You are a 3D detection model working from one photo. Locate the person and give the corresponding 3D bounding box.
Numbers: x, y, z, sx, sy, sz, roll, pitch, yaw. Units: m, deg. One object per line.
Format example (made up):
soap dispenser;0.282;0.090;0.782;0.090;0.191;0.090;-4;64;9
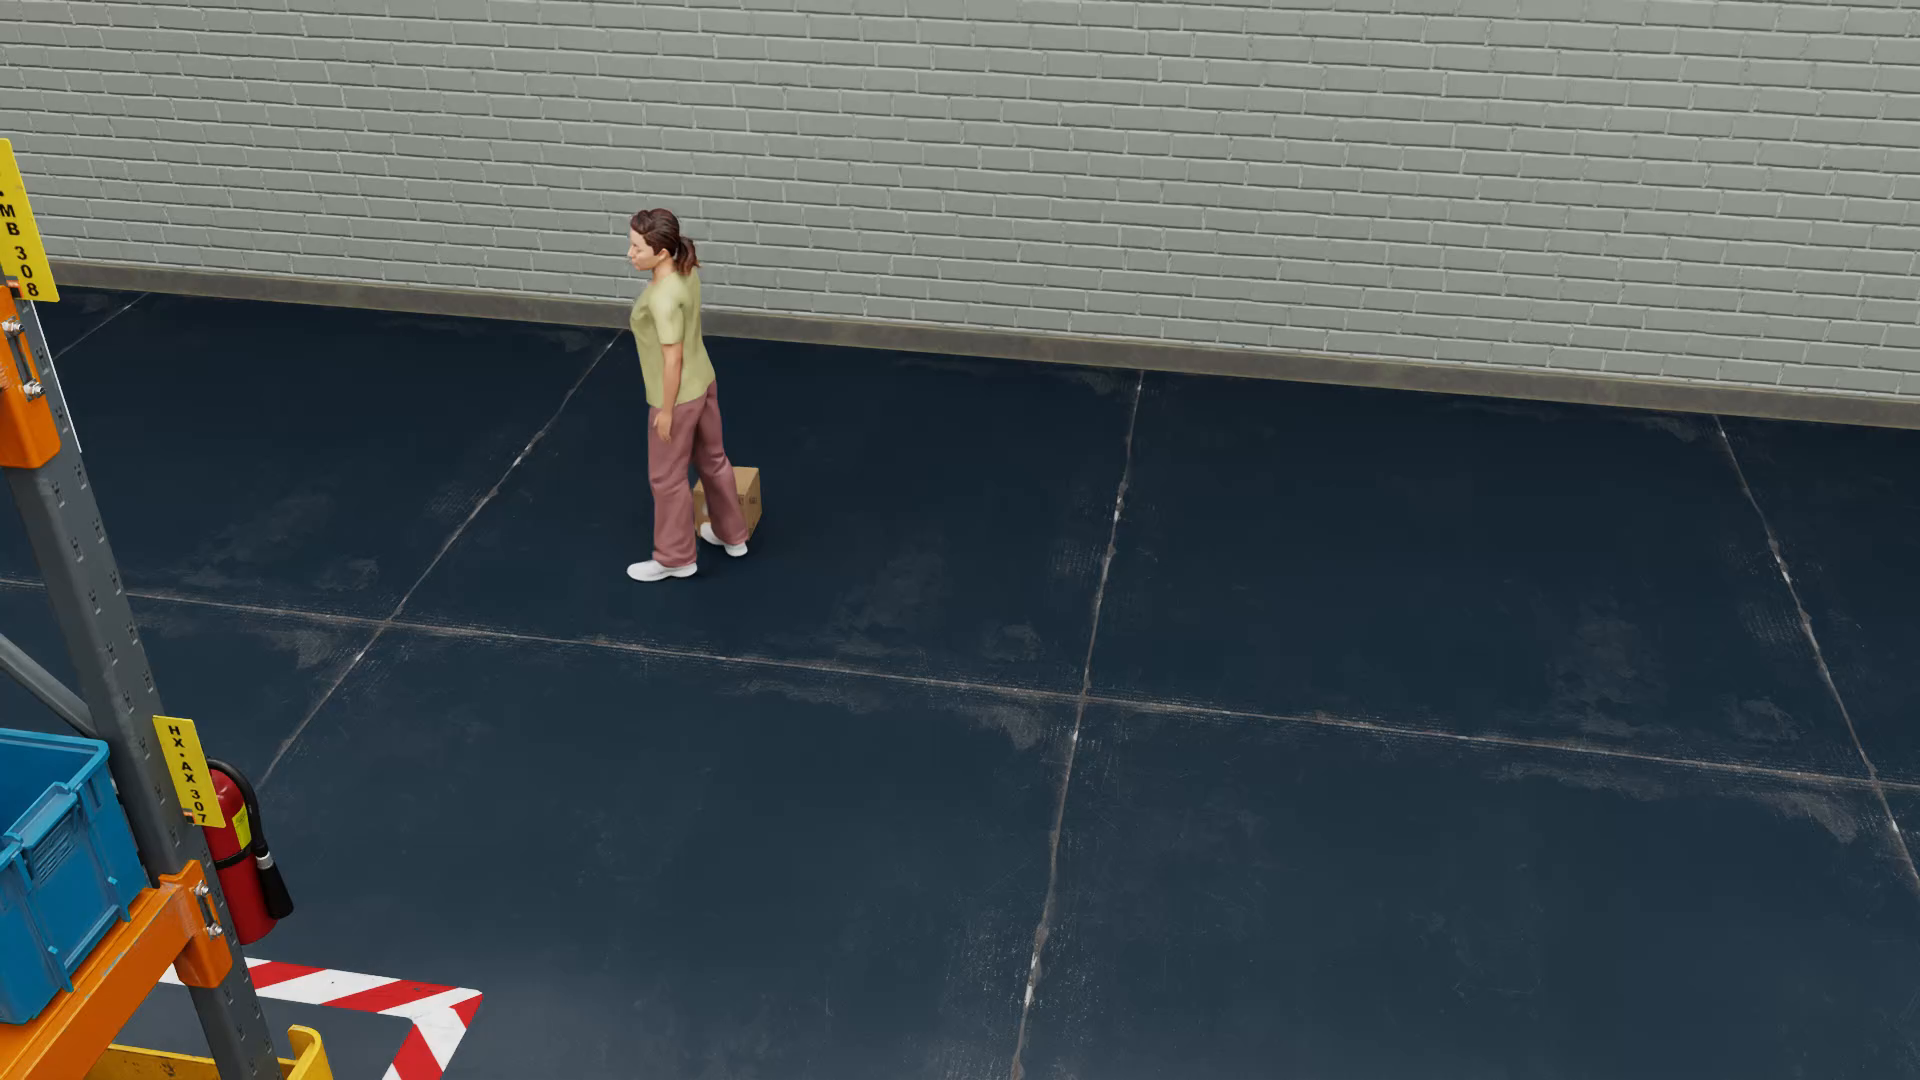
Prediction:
person;-1.210;-0.620;7.083;0.482;1.674;0.477;6;33;9
